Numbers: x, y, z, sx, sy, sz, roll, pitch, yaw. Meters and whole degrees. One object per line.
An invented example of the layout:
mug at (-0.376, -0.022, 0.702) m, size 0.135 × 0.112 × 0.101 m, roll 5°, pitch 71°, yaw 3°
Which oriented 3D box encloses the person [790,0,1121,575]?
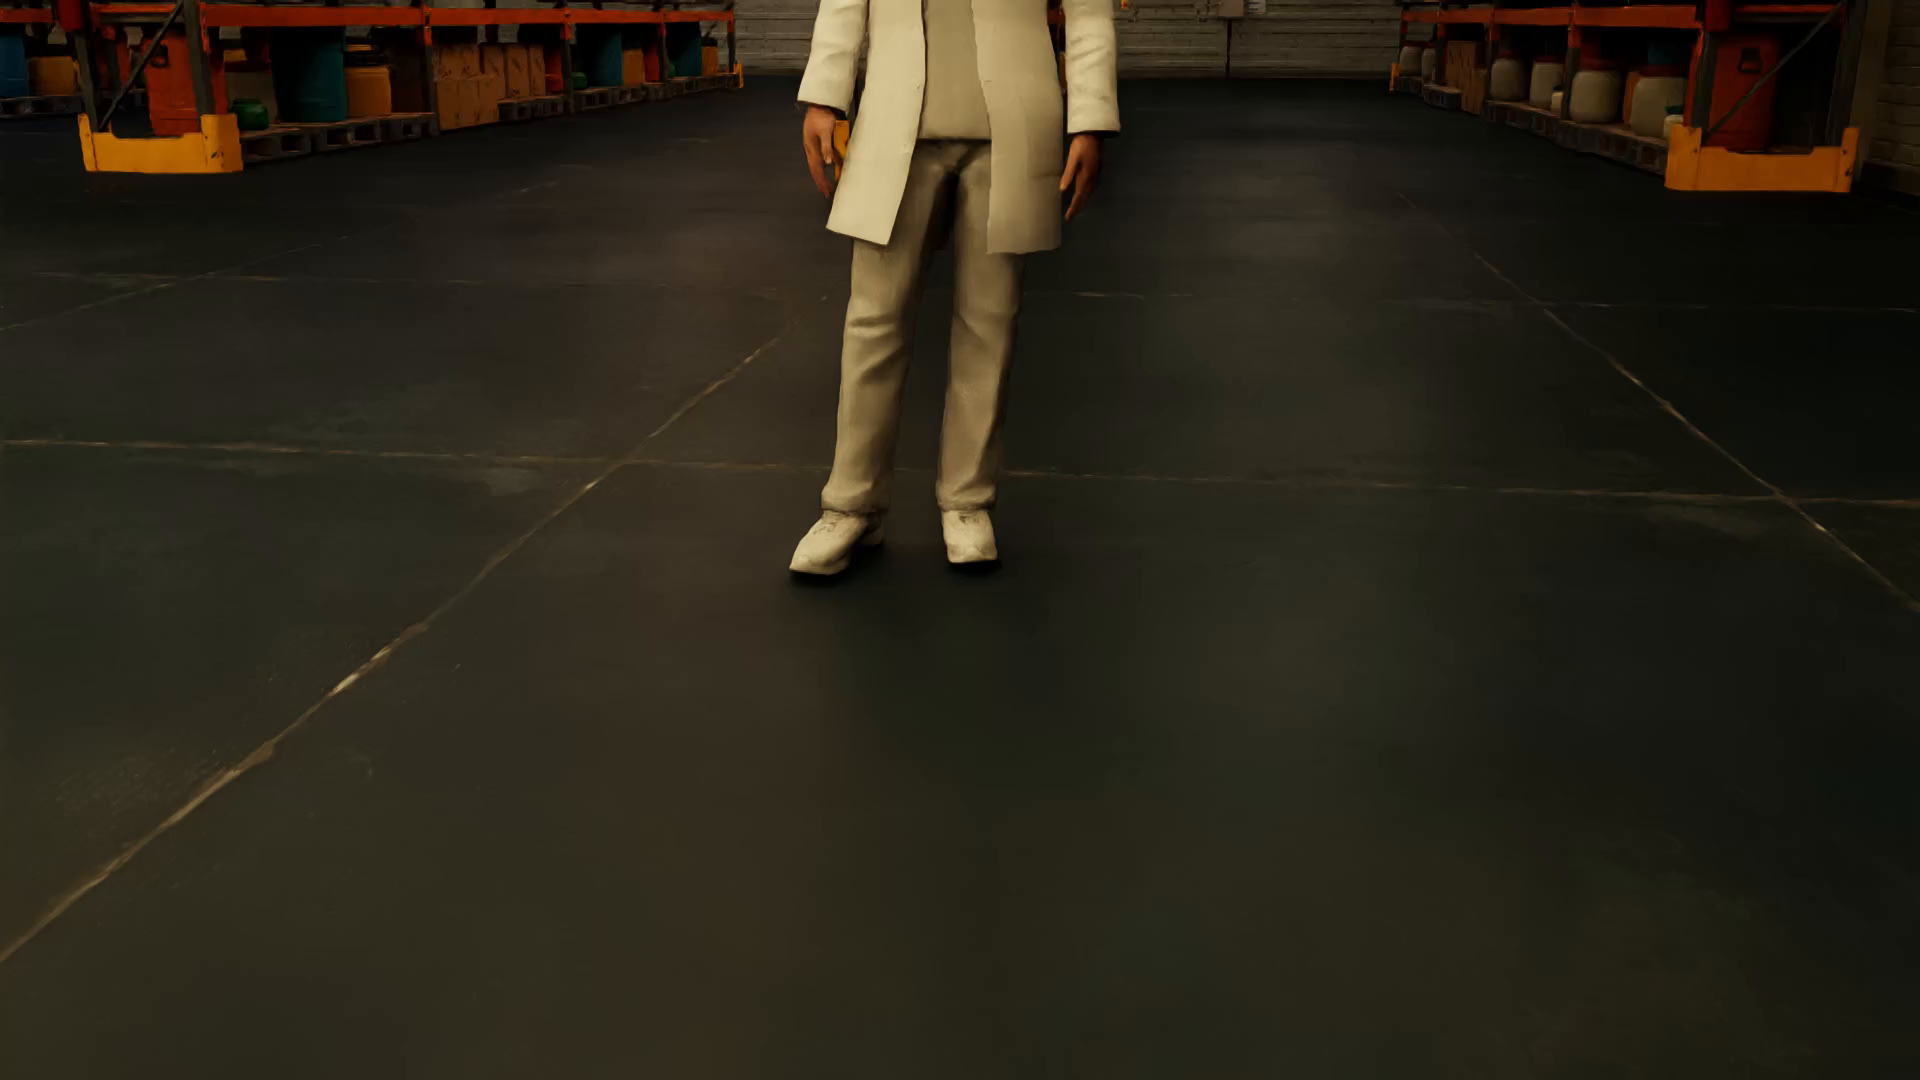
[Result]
person at (-0.016, -0.828, 3.471) m, size 0.694 × 1.776 × 0.579 m, roll 2°, pitch 18°, yaw 7°
